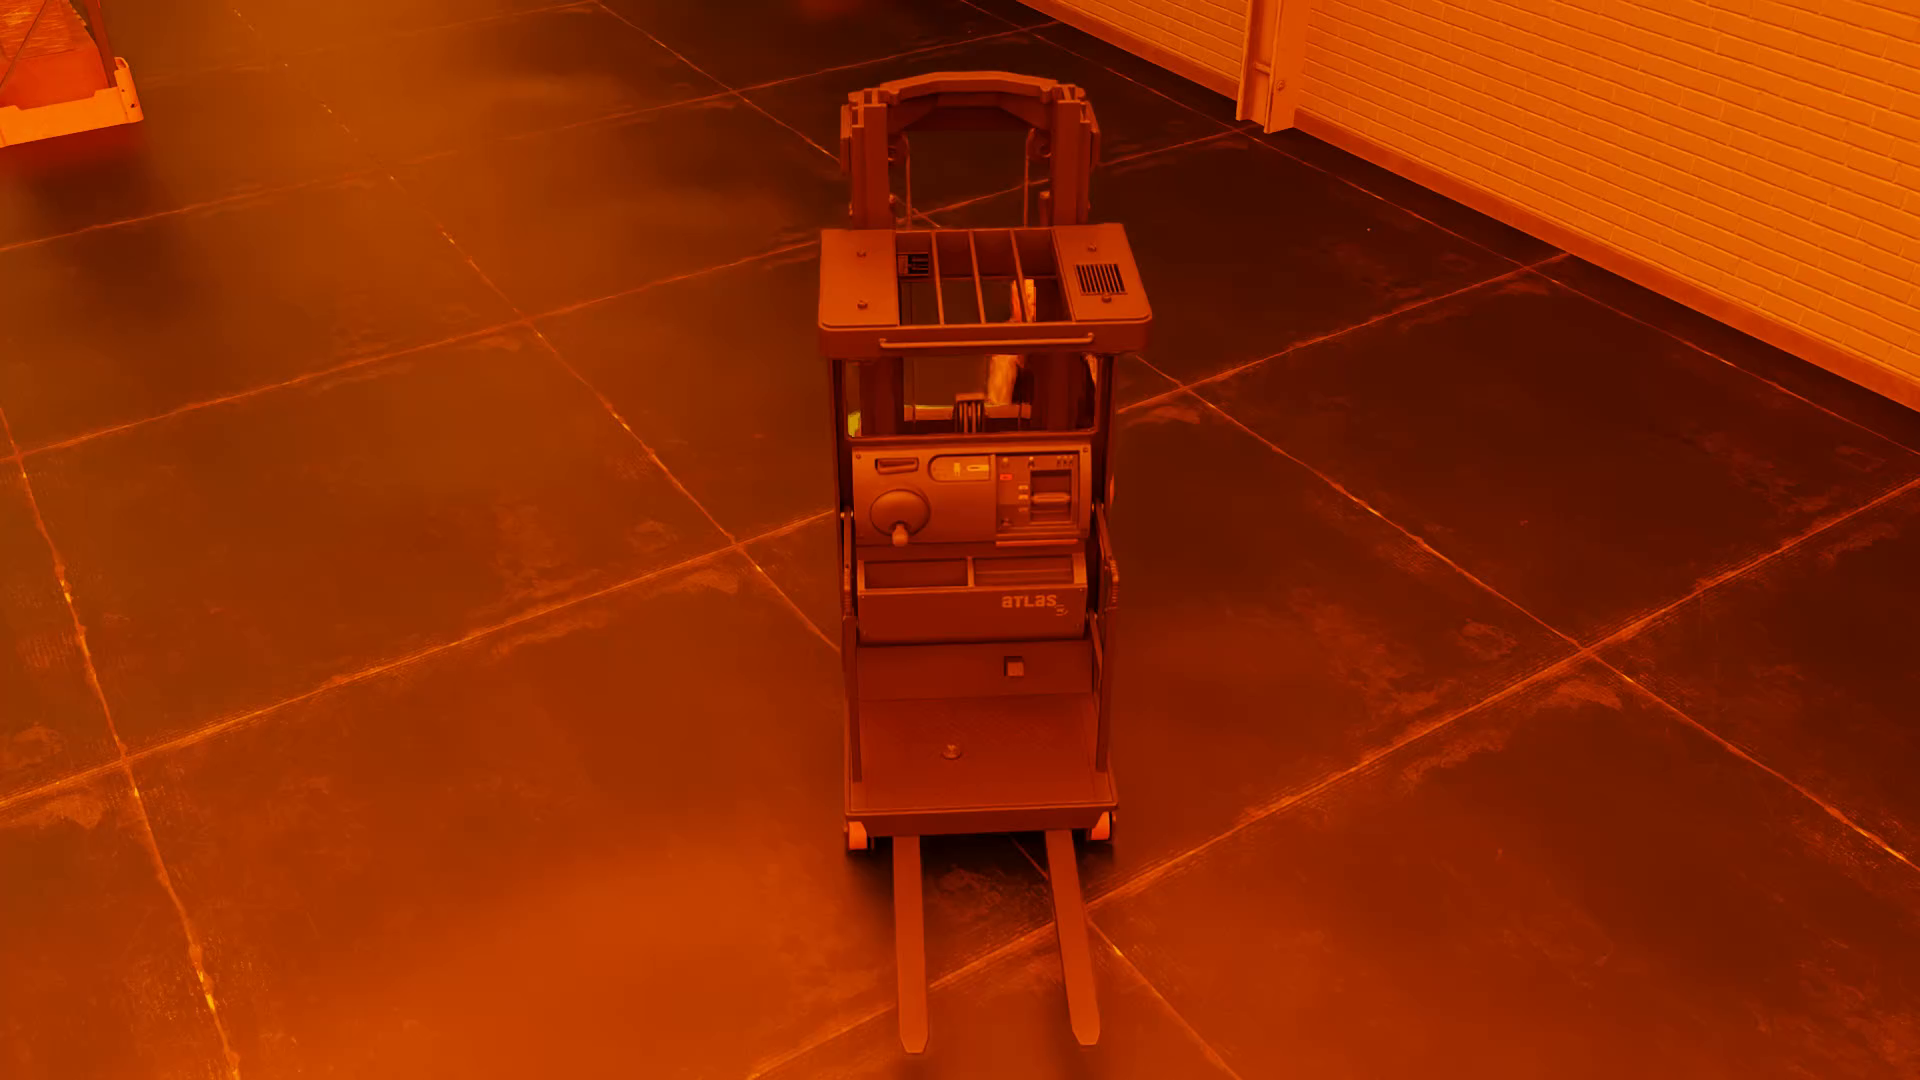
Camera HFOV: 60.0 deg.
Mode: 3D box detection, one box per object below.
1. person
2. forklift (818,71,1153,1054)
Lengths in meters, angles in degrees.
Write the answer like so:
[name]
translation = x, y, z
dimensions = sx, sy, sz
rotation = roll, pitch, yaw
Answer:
[person]
translation = 0.409, -0.474, 7.966
dimensions = 0.753, 1.596, 0.736
rotation = -14, 37, -19
[forklift]
translation = 0.062, -0.114, 6.310
dimensions = 1.130, 2.935, 3.031
rotation = -2, 35, -3
